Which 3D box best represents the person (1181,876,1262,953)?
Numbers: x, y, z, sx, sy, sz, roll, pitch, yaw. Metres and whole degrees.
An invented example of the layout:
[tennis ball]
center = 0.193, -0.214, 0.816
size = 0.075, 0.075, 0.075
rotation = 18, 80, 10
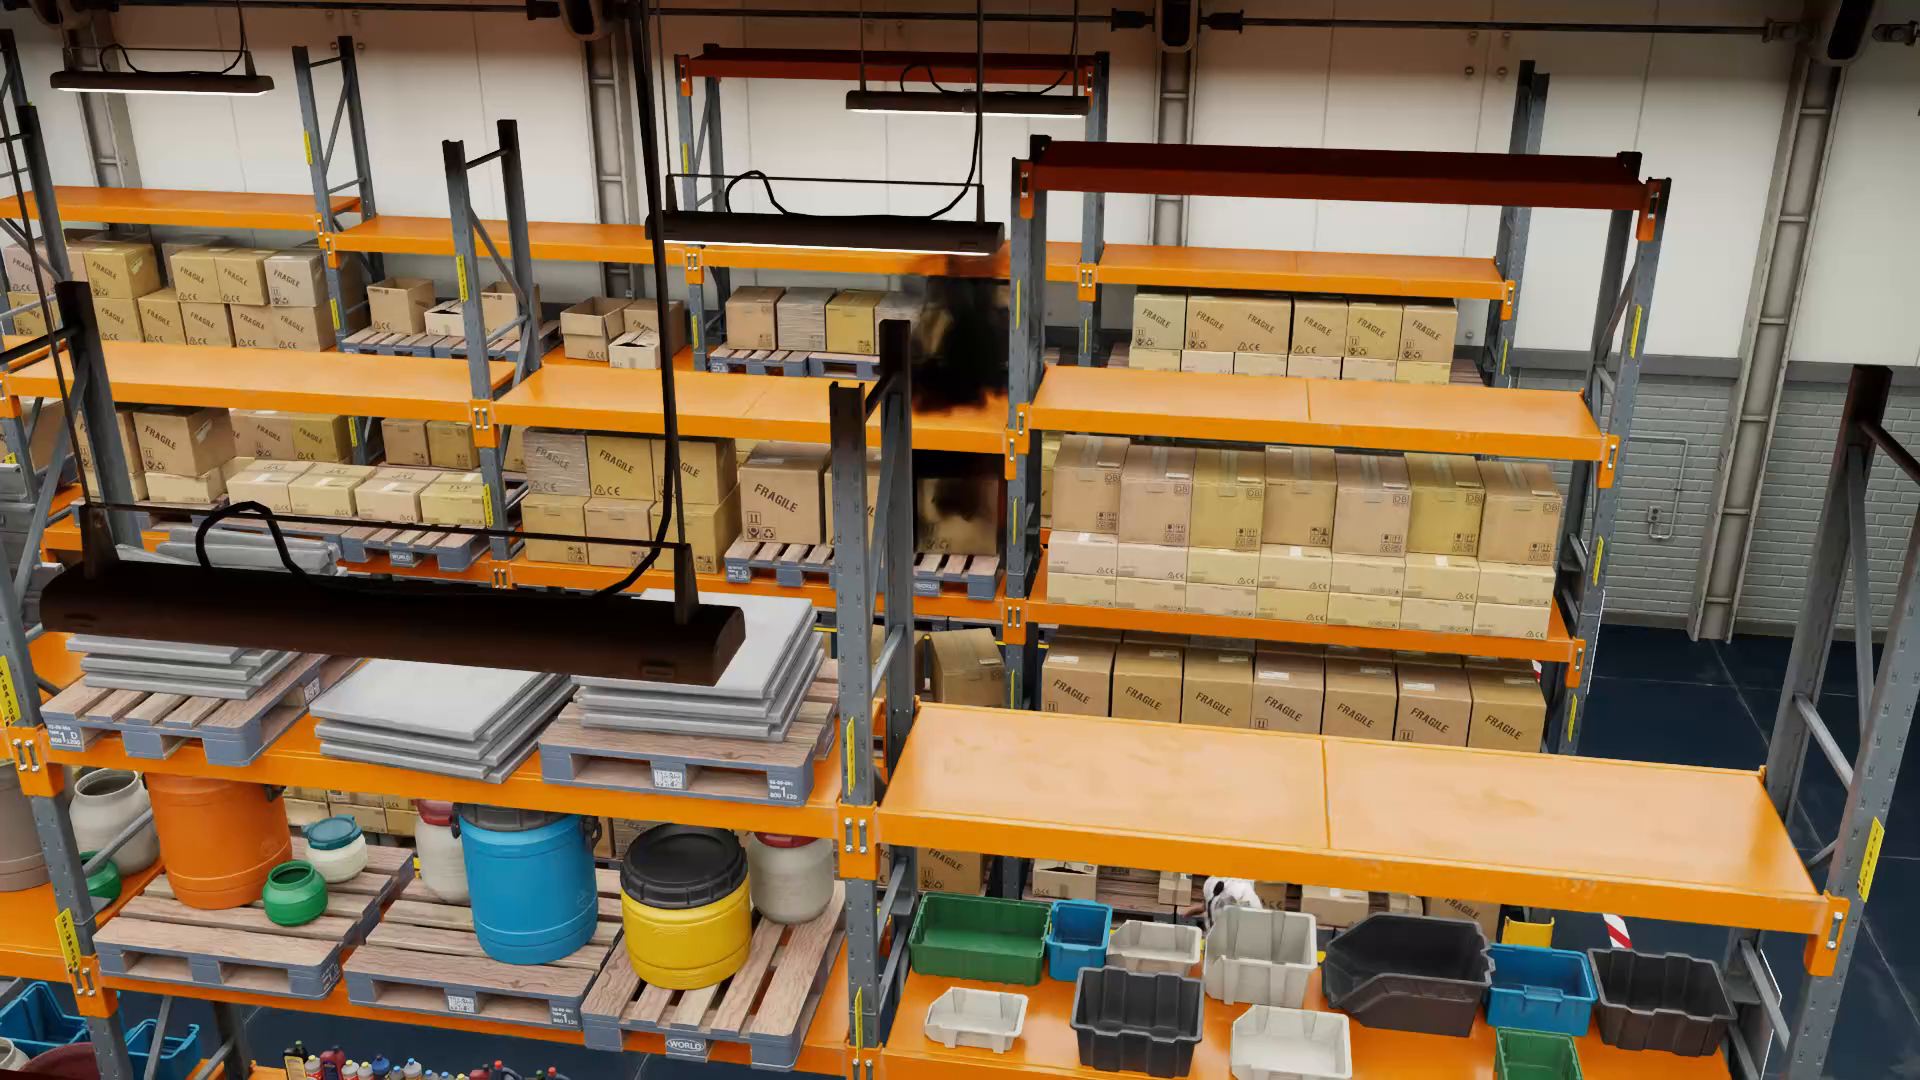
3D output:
[person]
center = 1.742, 2.677, 11.219
size = 0.491, 1.668, 0.573
rotation = 0, 23, 0
